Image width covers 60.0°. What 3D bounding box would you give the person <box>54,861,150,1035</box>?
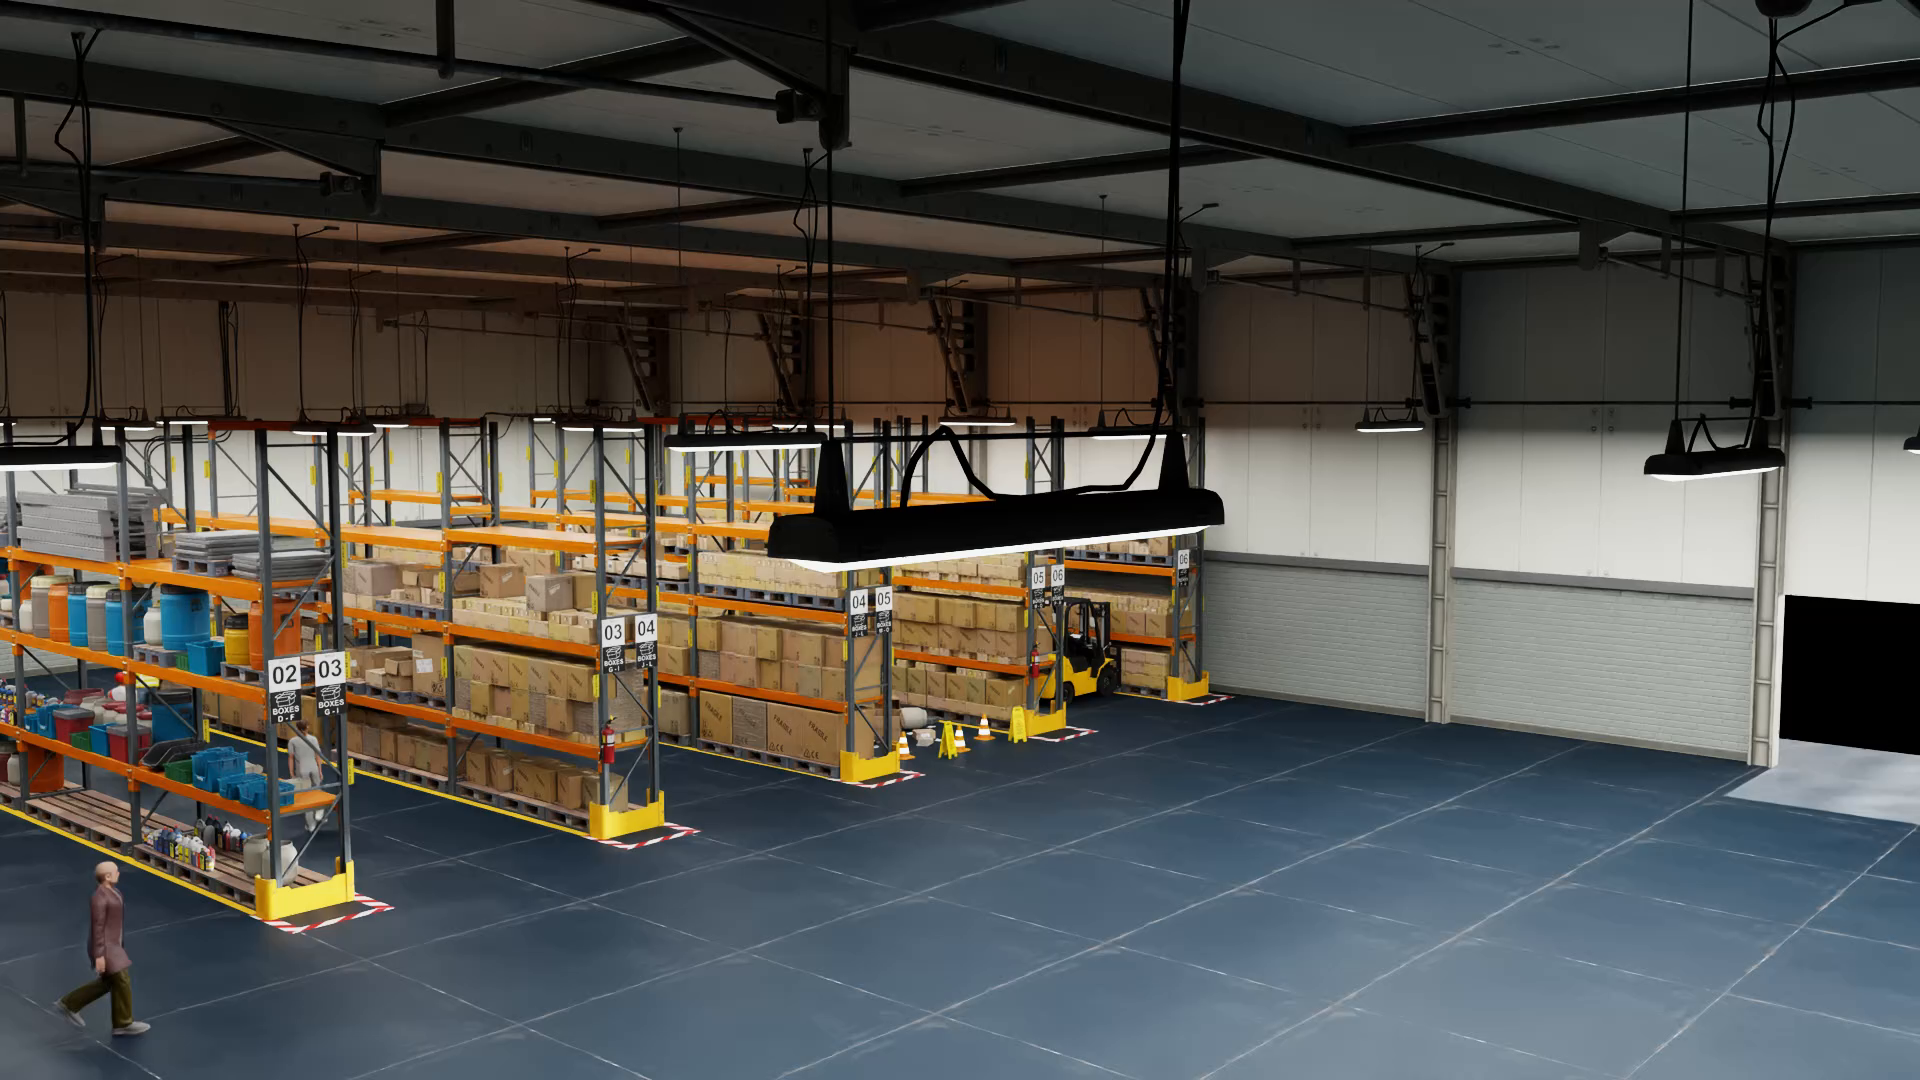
[{"bbox_3d":[-8.577,4.062,16.572,0.929,1.750,0.605,-1,5,-10],"label":"person"}]

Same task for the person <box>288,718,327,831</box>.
[{"bbox_3d":[-9.632,3.453,24.545,0.496,1.658,0.457,-3,6,-36],"label":"person"}]

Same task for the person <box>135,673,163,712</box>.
[{"bbox_3d":[-15.505,2.830,31.755,0.678,1.736,0.629,4,6,43],"label":"person"}]

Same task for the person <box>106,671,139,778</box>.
[{"bbox_3d":[-14.084,3.100,28.061,0.557,1.776,0.478,-3,5,-29],"label":"person"}]
